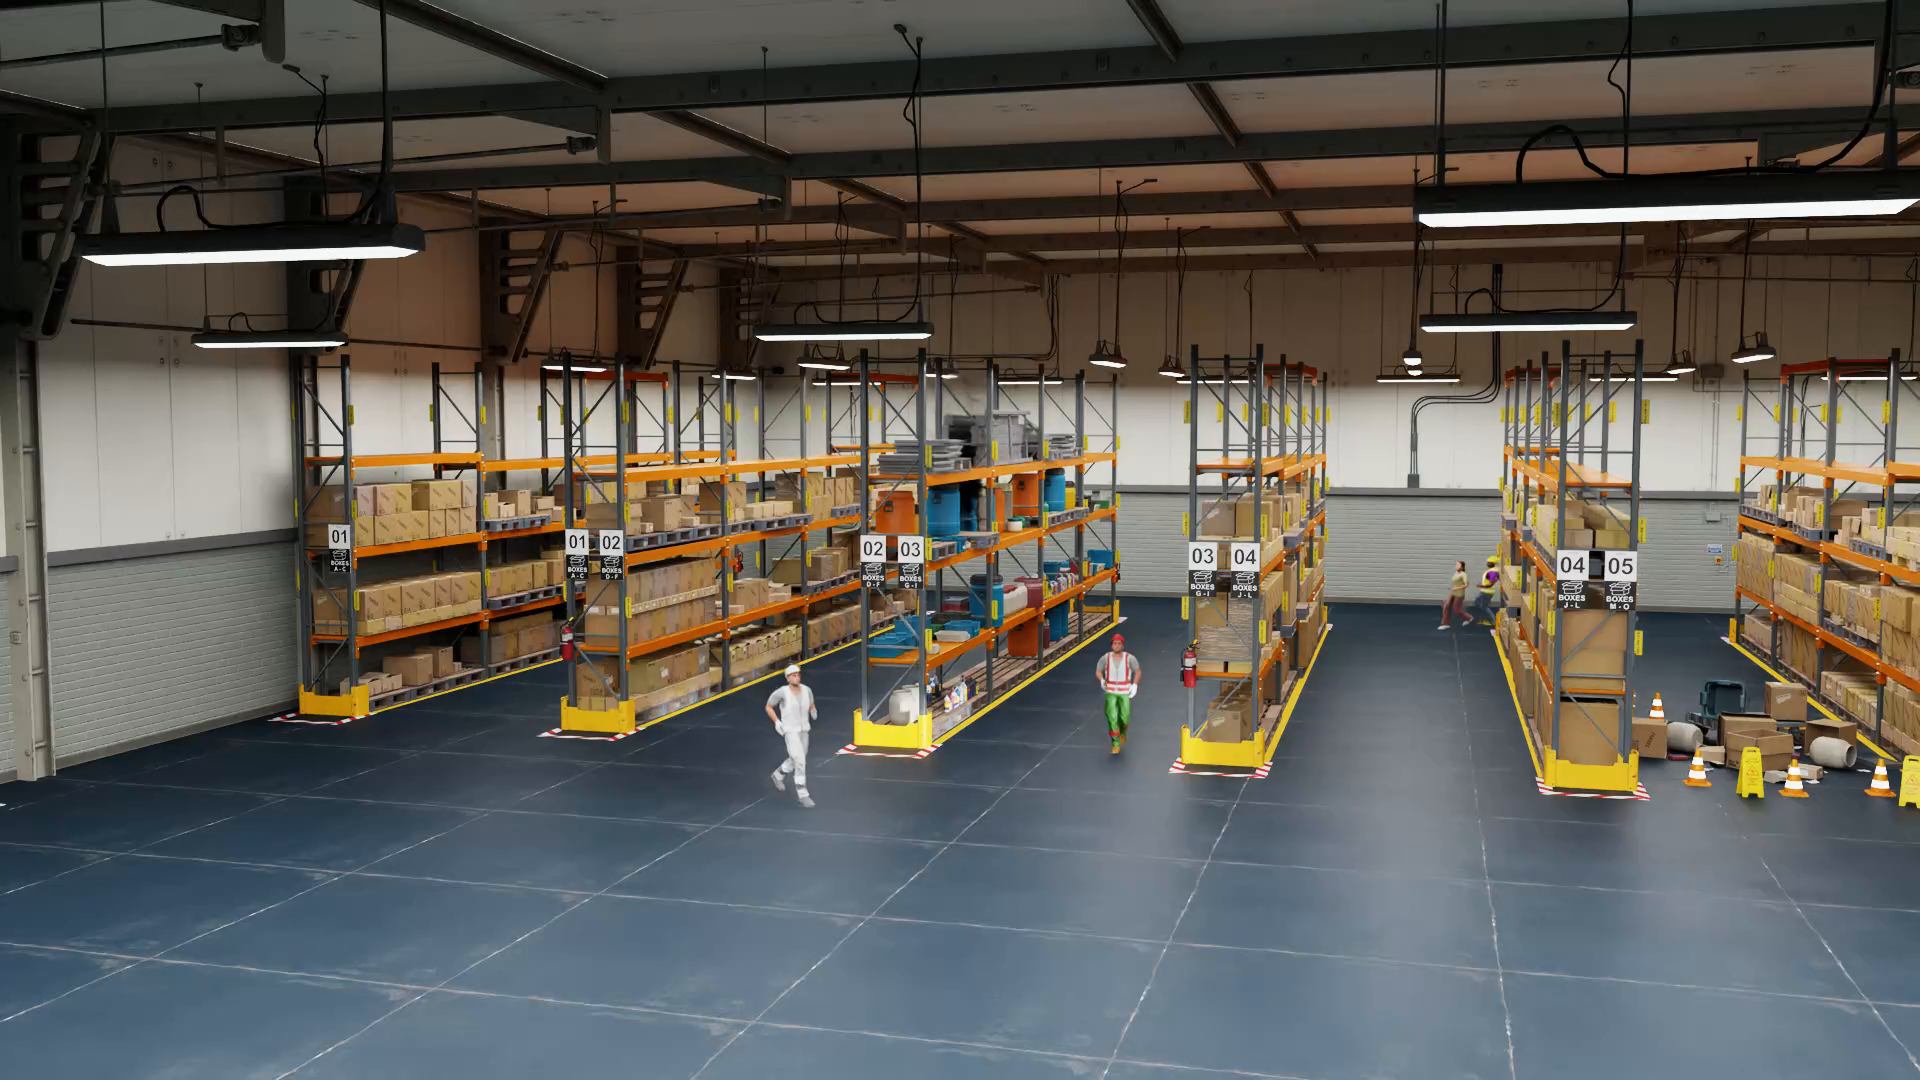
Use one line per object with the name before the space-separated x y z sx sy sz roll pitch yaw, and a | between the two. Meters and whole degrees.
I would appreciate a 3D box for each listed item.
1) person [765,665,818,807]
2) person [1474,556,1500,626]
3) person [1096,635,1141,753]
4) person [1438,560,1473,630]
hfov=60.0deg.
person | -2.141 2.497 21.521 0.639 1.794 0.916 -4 6 -42
person | 12.430 1.215 39.275 0.581 1.720 0.803 2 5 21
person | 2.340 2.280 24.707 0.667 1.760 0.598 1 4 10
person | 11.620 1.288 38.698 0.870 1.642 0.619 -1 4 -15
